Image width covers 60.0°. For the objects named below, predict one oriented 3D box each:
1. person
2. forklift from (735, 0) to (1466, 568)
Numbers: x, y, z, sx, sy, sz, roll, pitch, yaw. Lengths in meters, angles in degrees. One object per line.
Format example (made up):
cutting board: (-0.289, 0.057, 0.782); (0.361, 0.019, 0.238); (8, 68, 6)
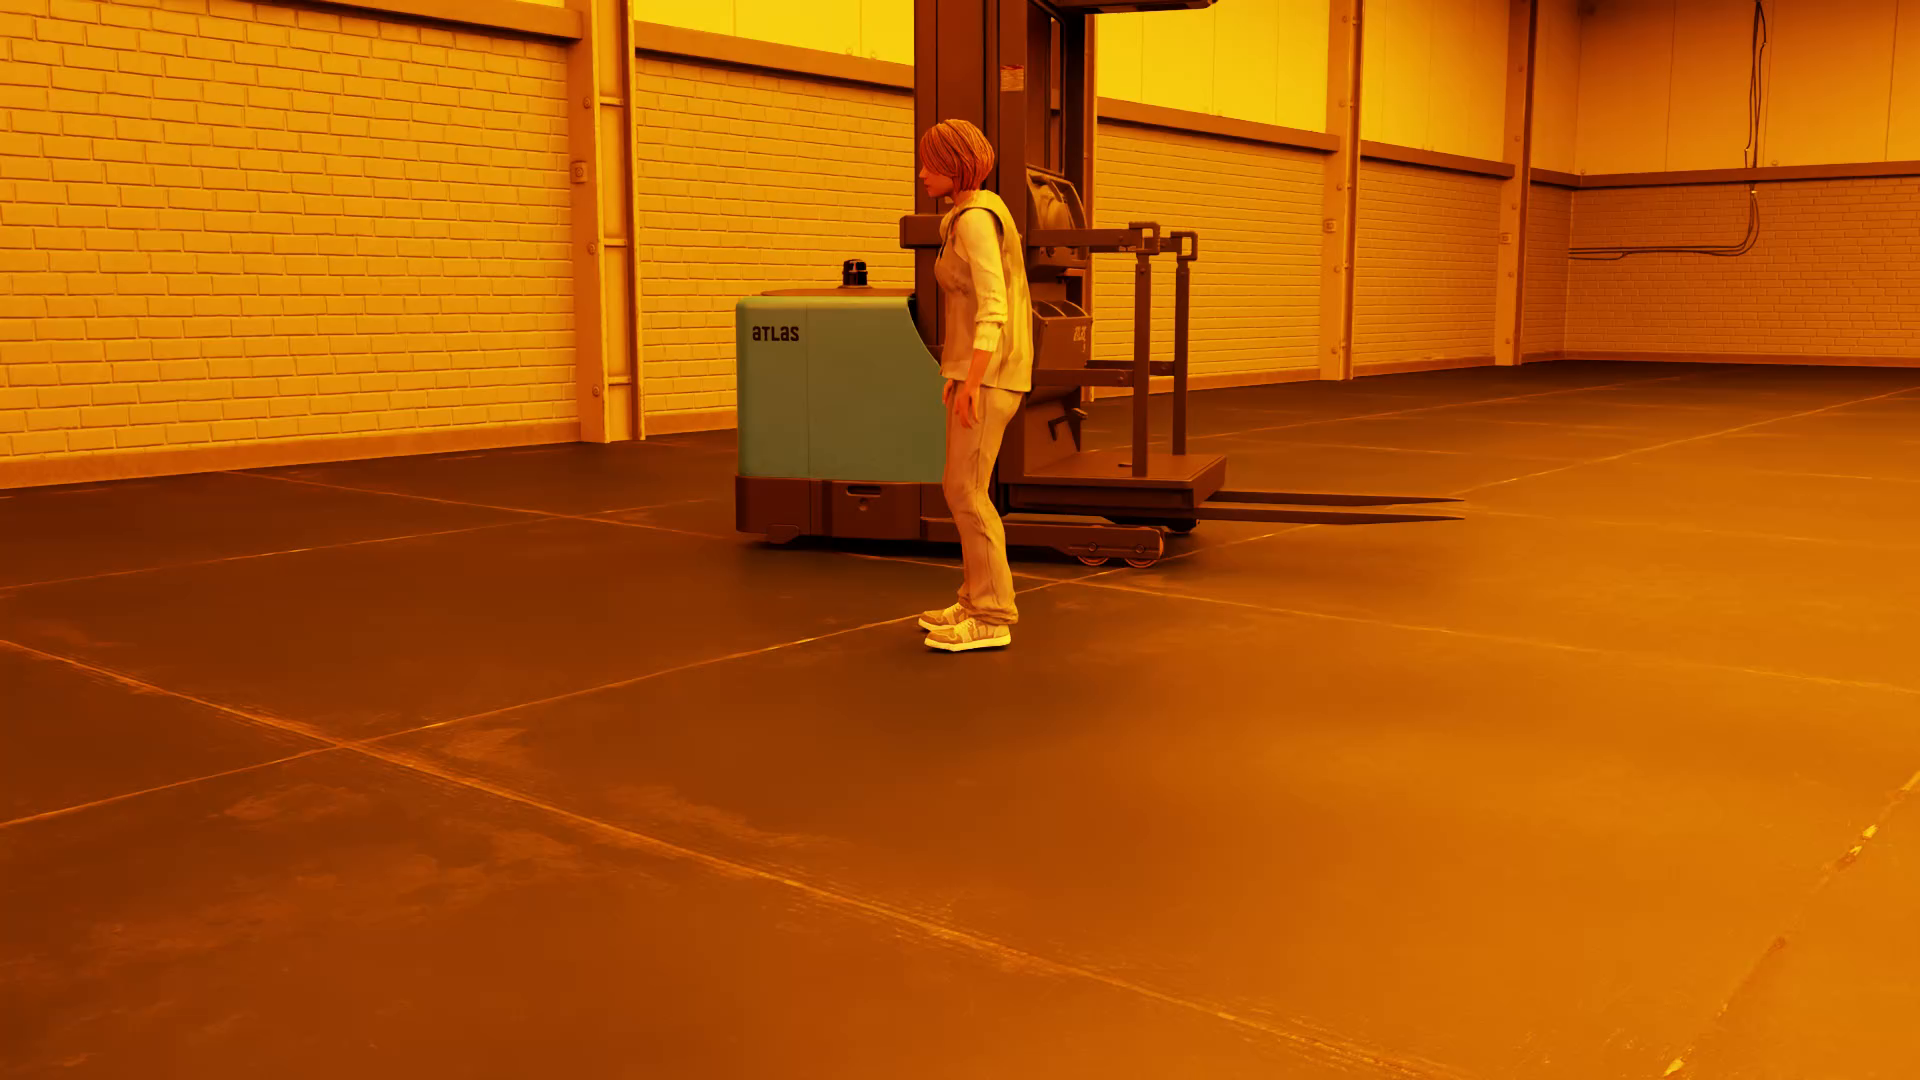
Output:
person: (0.039, -0.466, 5.096); (0.350, 1.592, 0.475); (0, 8, -3)
forklift: (0.604, -1.424, 7.016); (3.031, 2.935, 1.130); (2, 9, 16)
